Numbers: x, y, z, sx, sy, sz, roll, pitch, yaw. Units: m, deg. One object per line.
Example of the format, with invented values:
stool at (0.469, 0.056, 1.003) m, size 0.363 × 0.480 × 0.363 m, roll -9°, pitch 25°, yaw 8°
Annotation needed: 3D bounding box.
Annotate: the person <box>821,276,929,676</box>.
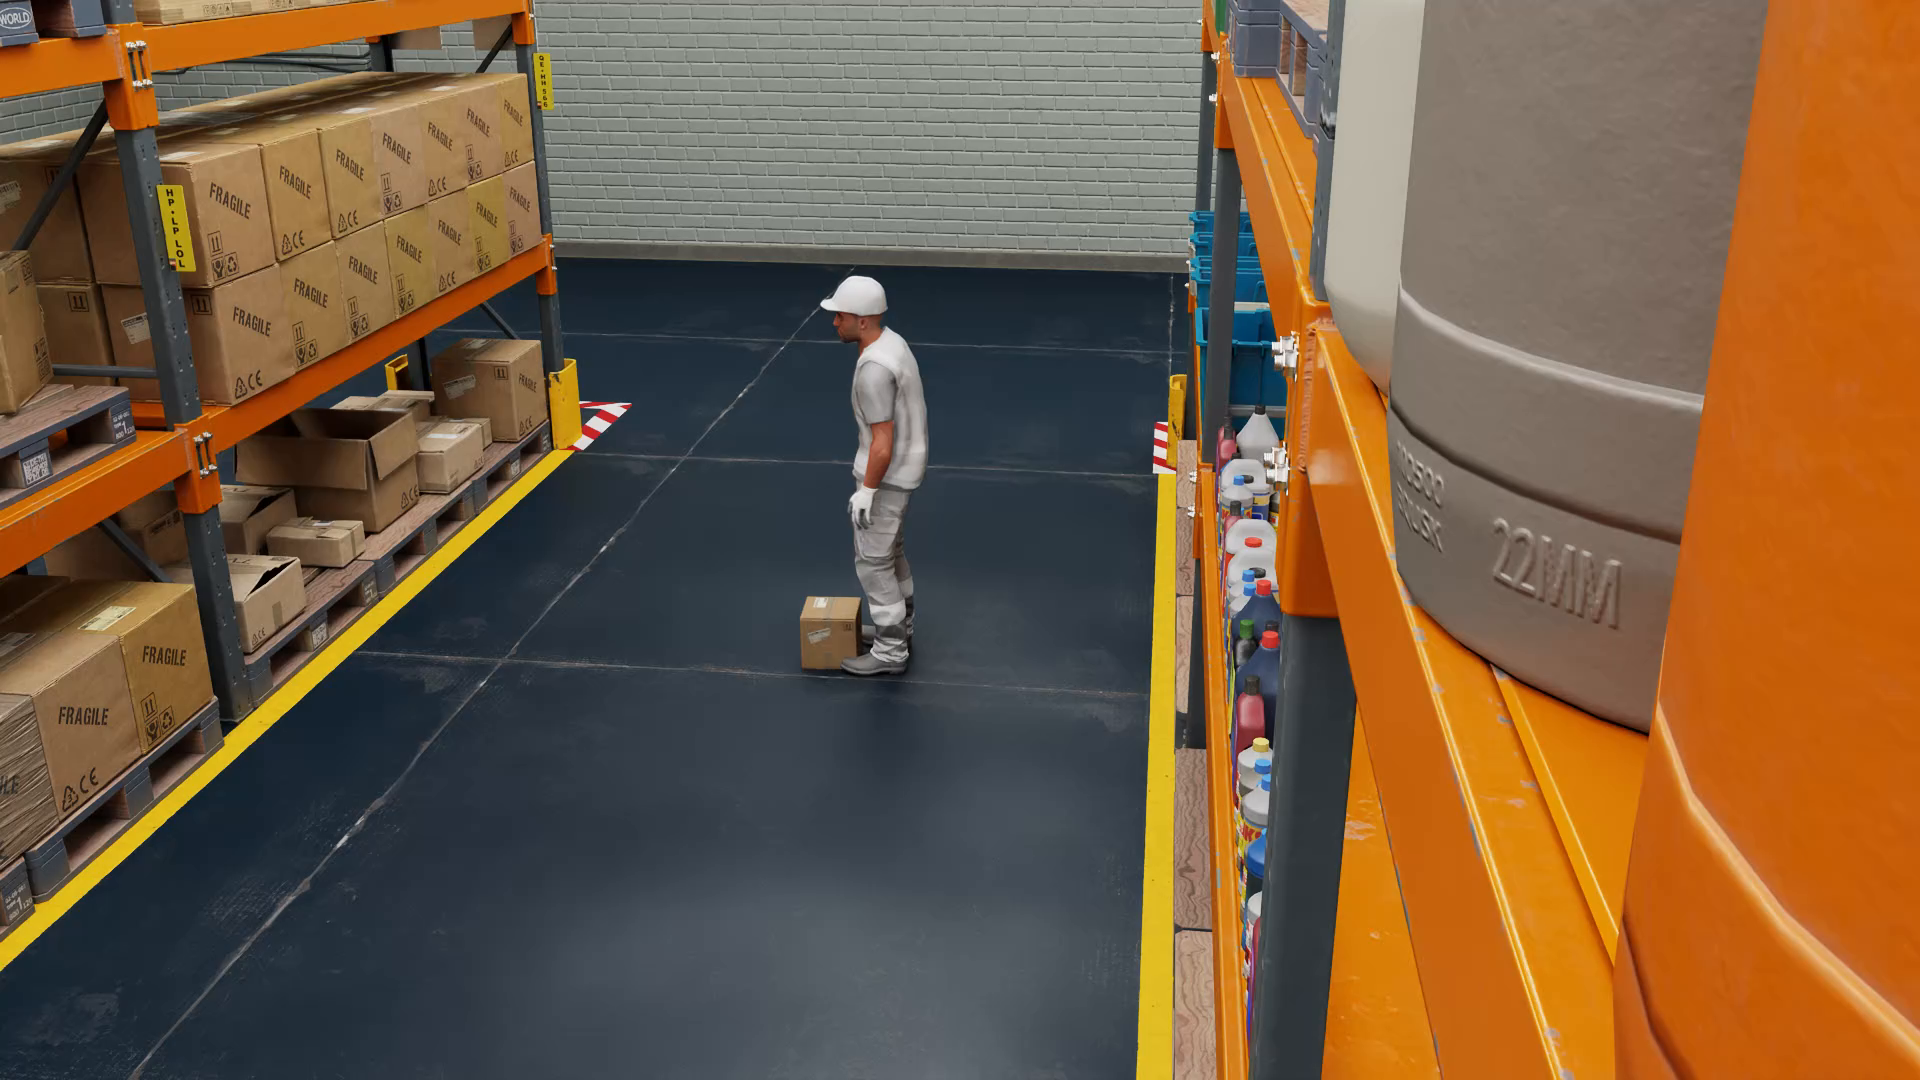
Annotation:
person at (-0.362, -0.276, 7.278) m, size 0.447 × 1.780 × 0.623 m, roll 2°, pitch 21°, yaw 4°
